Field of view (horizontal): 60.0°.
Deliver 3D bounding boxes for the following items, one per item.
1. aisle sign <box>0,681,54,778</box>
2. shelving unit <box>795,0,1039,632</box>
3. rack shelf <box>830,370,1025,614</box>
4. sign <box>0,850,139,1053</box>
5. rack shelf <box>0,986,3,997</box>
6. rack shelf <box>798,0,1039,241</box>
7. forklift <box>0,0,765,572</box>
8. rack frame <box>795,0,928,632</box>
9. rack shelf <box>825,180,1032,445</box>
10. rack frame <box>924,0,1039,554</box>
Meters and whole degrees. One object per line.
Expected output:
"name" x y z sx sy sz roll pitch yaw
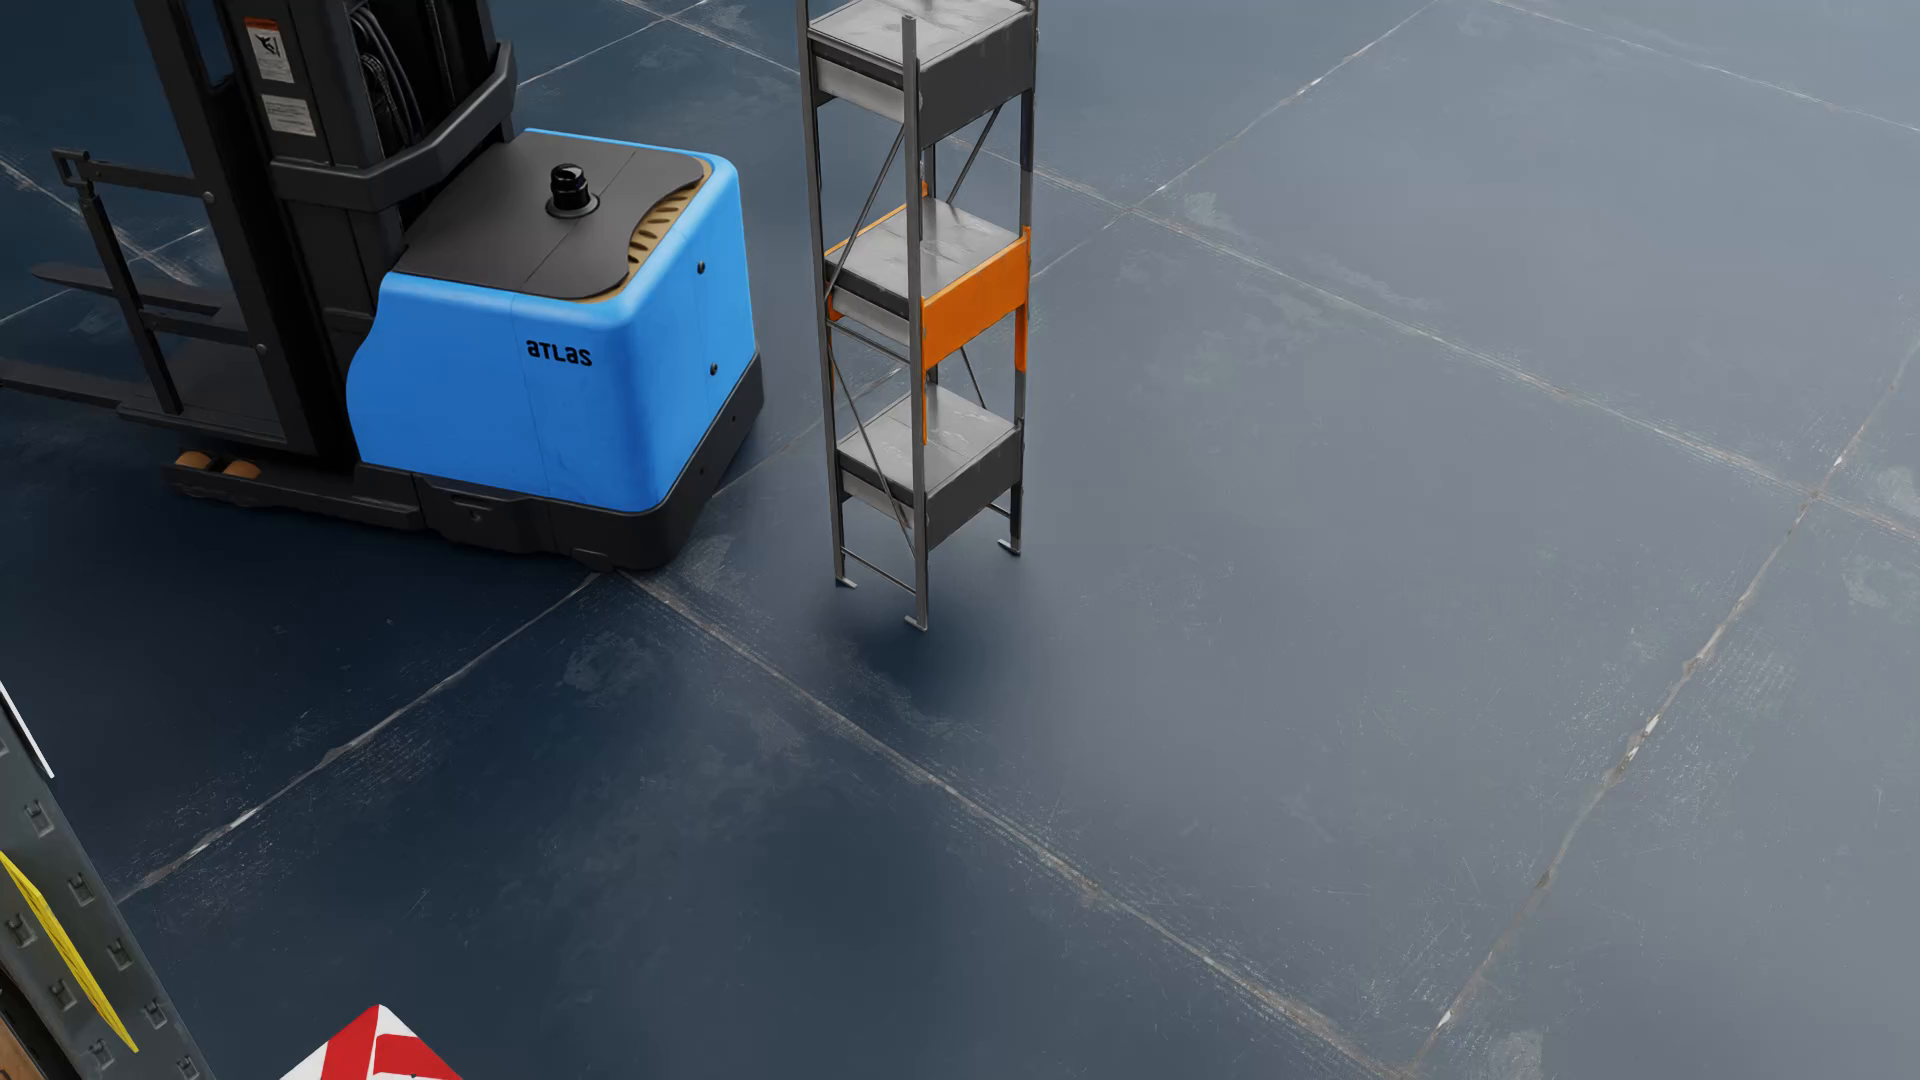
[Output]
"aisle sign" -1.175 -0.108 1.707 0.394 0.787 0.004 29 50 28
"shelving unit" -0.107 -0.692 4.950 0.431 2.100 0.503 29 50 28
"rack shelf" -0.107 -0.164 5.430 0.431 0.518 0.480 29 50 28
"sign" -1.044 0.486 1.949 0.100 0.325 0.005 29 50 28
"rack shelf" -2.738 2.056 1.794 1.077 0.370 4.000 29 50 28
"rack shelf" -0.107 -1.199 4.488 0.431 0.518 0.480 29 50 28
"forklift" -2.304 -1.530 5.254 3.031 2.935 1.130 11 43 11
"rack frame" -0.264 -0.566 4.812 0.400 2.100 0.015 29 50 28
"rack shelf" -0.107 -0.682 4.959 0.431 0.518 0.480 29 50 28
"rack frame" 0.050 -0.817 5.088 0.400 2.100 0.015 29 50 28
